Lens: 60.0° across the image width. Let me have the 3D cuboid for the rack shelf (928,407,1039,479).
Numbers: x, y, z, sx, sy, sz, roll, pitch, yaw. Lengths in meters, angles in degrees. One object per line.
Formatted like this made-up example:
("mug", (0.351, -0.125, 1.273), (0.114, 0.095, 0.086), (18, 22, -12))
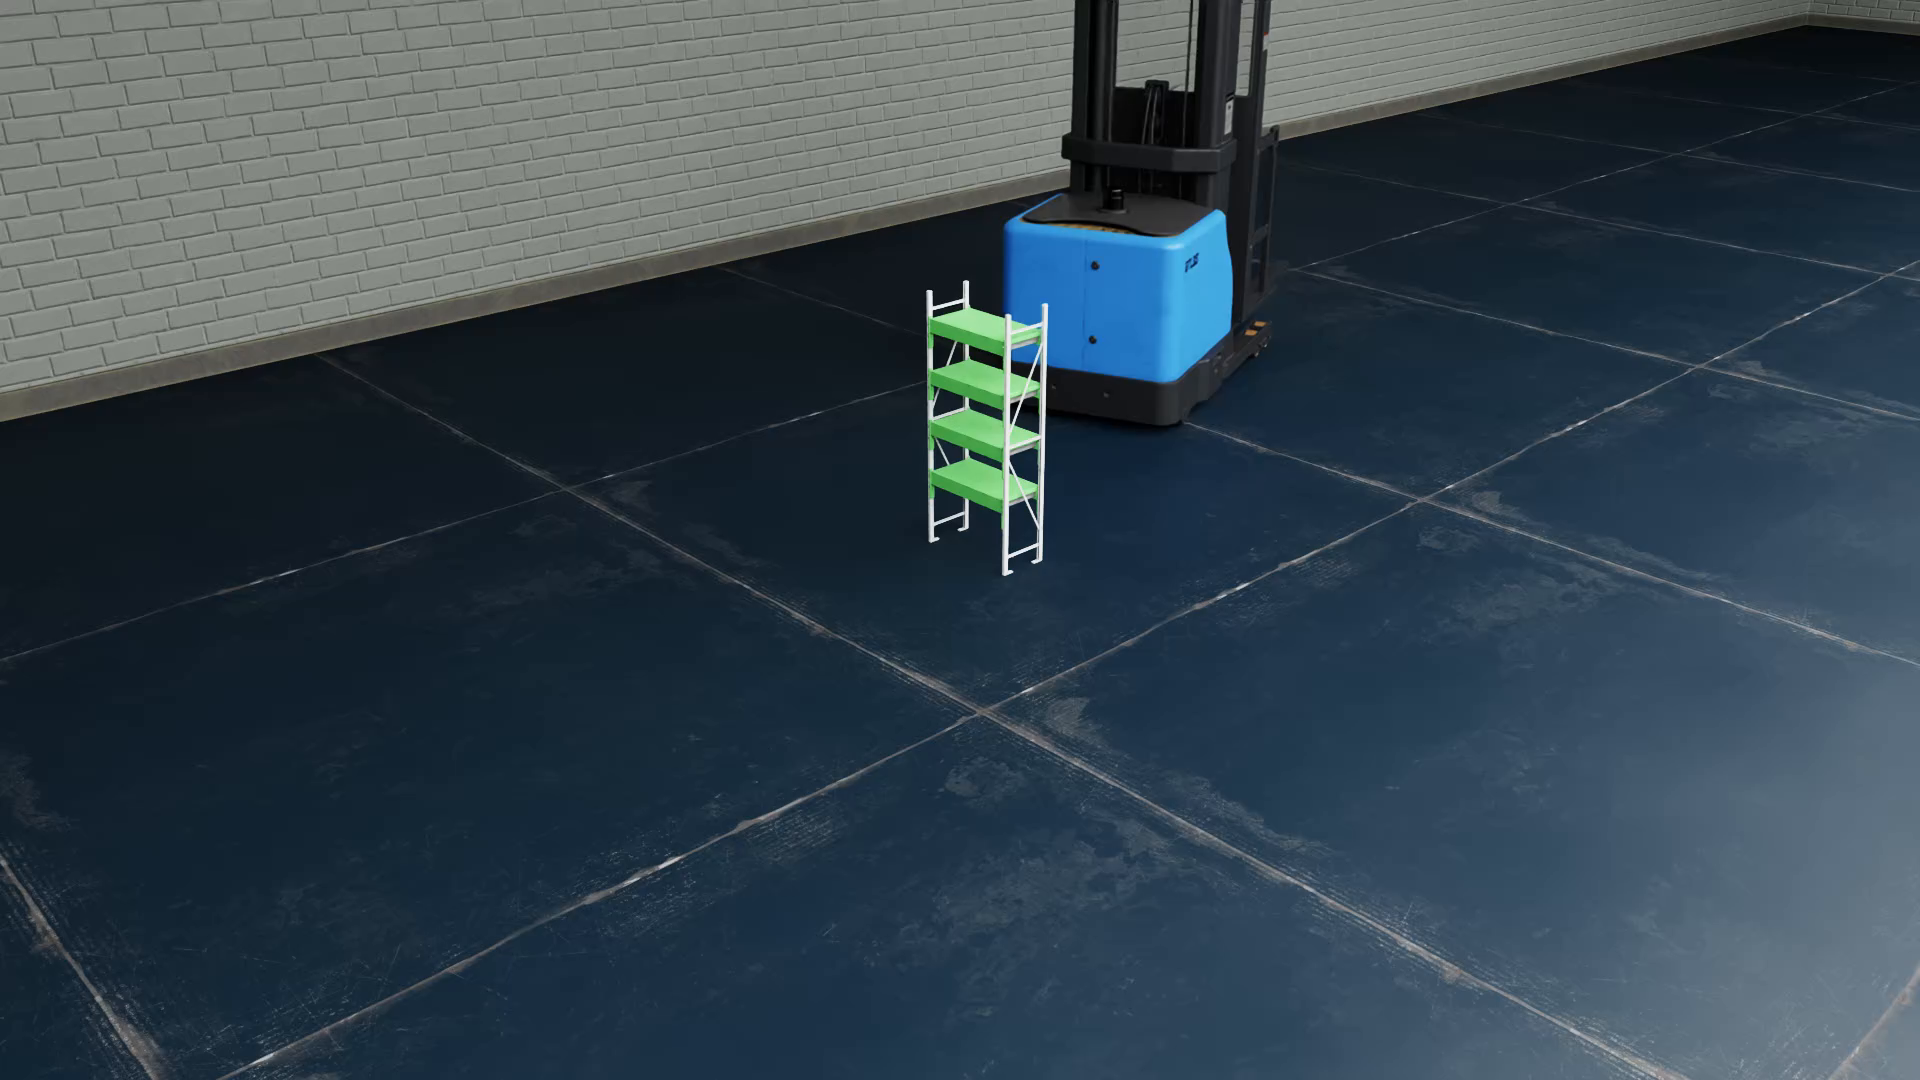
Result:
("rack shelf", (0.113, -0.438, 7.418), (0.258, 0.148, 0.480), (-21, 32, -38))

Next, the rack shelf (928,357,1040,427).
("rack shelf", (0.113, -0.656, 7.318), (0.258, 0.148, 0.480), (-21, 32, -38))

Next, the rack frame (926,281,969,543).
("rack frame", (-0.054, -0.570, 7.553), (0.240, 1.200, 0.015), (-21, 32, -38))

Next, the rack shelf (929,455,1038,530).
("rack shelf", (0.113, -0.219, 7.517), (0.258, 0.148, 0.480), (-21, 32, -38))

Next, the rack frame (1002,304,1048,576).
("rack frame", (0.280, -0.422, 7.229), (0.240, 1.200, 0.015), (-21, 32, -38))

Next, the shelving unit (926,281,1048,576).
("shelving unit", (0.113, -0.496, 7.391), (0.258, 1.200, 0.503), (-21, 32, -38))

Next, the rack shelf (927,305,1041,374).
("rack shelf", (0.113, -0.874, 7.218), (0.258, 0.148, 0.480), (-21, 32, -38))

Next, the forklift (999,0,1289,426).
("forklift", (1.301, -2.527, 9.757), (1.130, 2.935, 3.031), (11, 27, 23))
